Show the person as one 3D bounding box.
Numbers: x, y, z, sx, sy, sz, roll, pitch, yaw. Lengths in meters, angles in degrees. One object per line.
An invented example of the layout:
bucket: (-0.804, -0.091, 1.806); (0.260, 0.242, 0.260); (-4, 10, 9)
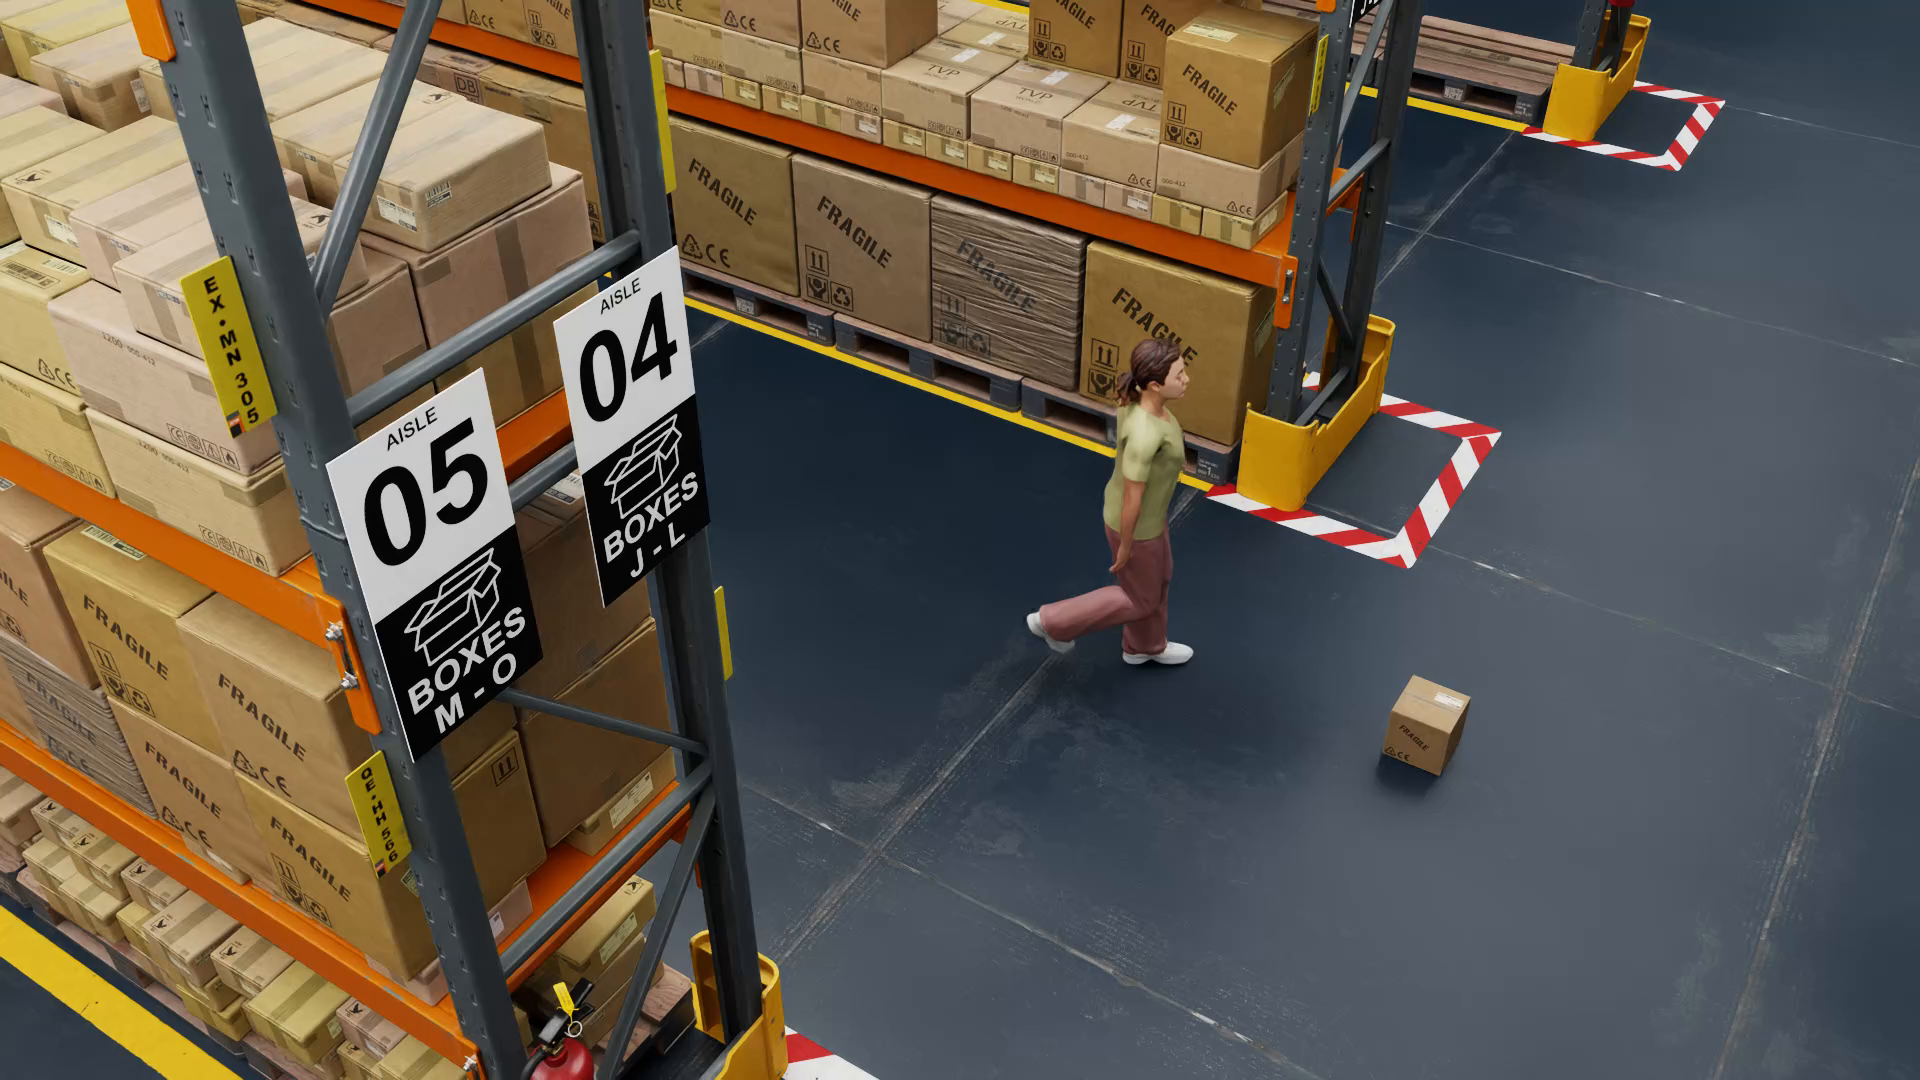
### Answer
person: (0.654, -0.090, 6.786); (0.732, 1.654, 0.467); (3, 39, 3)
